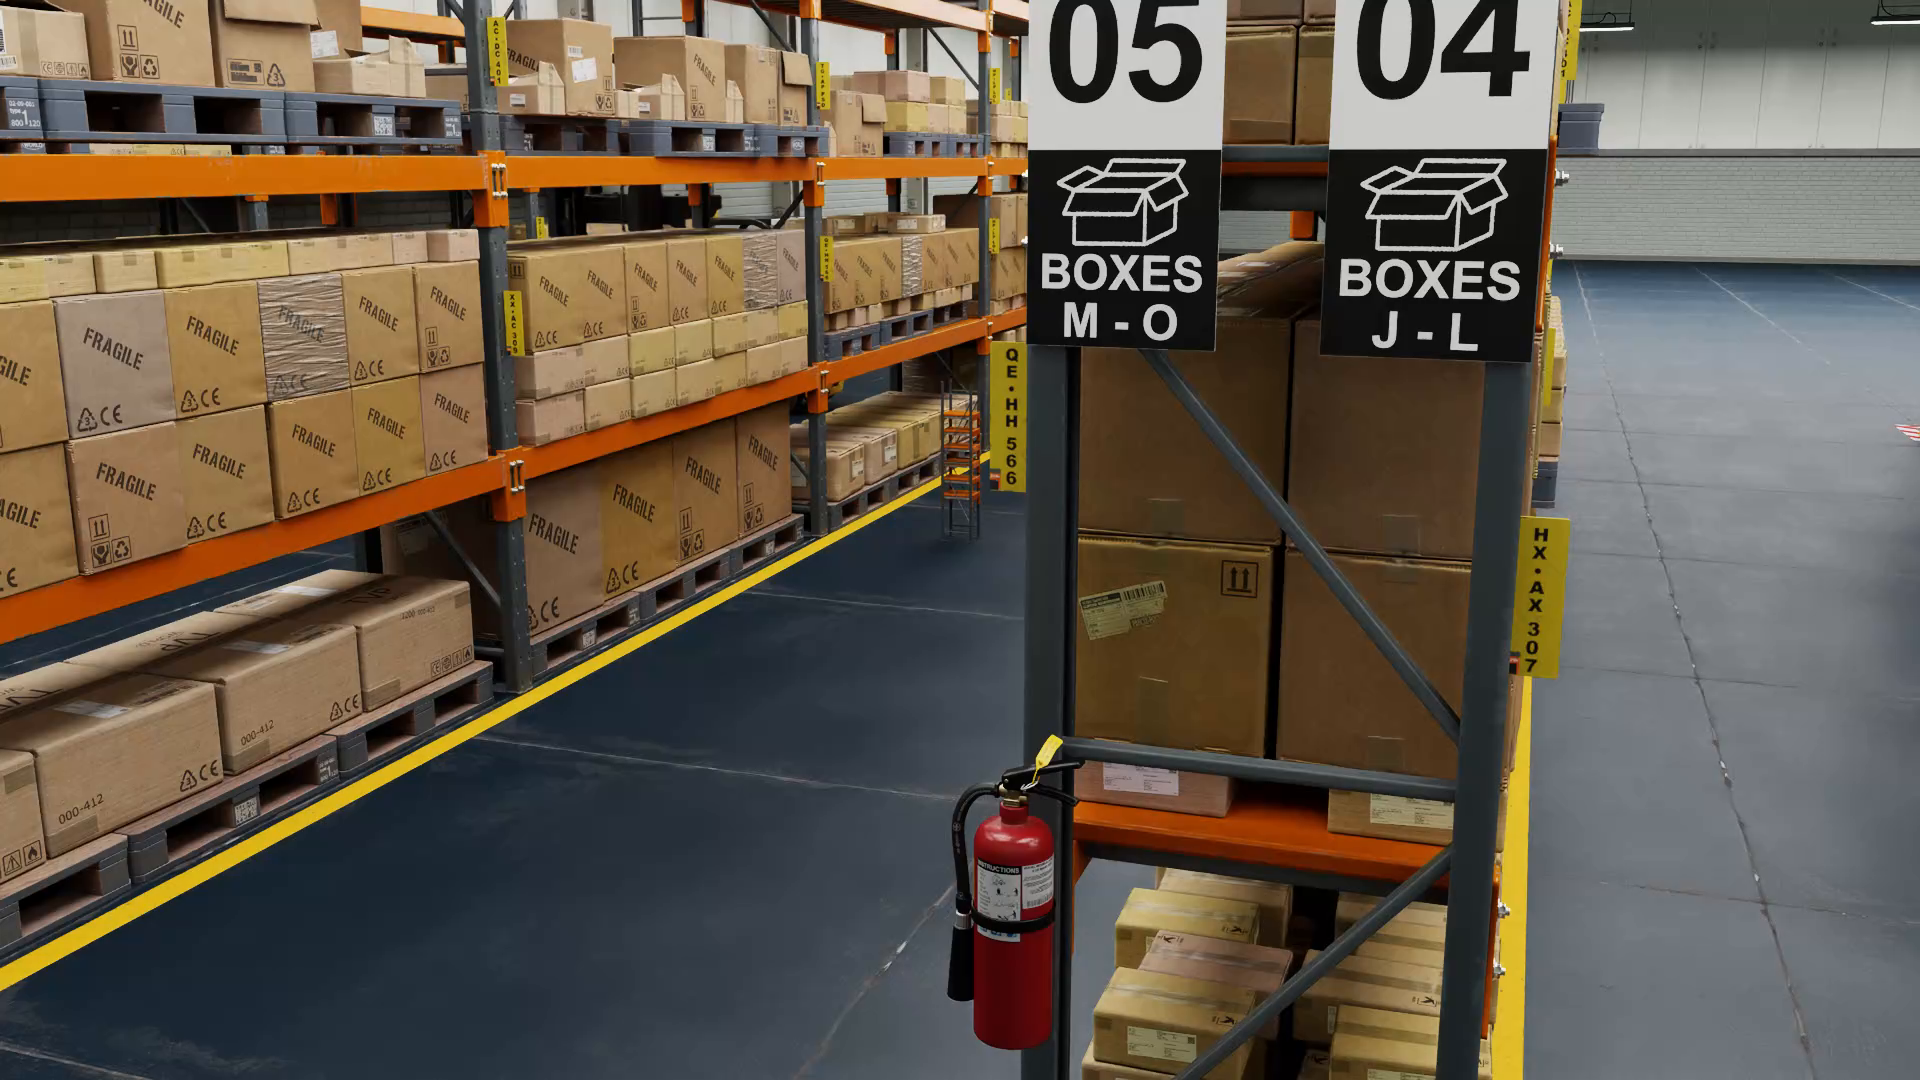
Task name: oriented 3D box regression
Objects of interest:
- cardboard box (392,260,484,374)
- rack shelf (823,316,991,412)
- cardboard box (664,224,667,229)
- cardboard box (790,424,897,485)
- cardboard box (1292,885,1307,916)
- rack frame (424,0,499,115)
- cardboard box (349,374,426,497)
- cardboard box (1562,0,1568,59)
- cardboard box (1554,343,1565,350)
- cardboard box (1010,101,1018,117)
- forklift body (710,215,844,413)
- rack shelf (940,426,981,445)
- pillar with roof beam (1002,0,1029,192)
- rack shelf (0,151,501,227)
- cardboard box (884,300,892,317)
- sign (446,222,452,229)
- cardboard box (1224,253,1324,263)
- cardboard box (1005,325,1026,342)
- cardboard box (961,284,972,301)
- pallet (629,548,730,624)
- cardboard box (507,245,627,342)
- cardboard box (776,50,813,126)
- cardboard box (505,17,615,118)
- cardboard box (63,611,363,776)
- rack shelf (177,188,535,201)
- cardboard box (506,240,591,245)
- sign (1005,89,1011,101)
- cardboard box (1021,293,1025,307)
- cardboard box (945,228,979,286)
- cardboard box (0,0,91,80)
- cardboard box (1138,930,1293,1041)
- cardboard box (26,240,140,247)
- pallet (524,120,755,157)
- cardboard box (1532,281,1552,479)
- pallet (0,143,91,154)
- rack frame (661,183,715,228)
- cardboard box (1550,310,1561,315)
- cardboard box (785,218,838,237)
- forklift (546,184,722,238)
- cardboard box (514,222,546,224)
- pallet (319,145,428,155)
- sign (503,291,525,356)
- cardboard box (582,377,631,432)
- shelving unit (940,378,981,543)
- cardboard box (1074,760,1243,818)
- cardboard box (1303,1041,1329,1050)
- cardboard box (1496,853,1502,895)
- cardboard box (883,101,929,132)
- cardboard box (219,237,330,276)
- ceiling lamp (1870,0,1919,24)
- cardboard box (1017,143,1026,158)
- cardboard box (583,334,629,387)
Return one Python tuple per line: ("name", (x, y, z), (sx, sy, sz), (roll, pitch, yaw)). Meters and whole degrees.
("cardboard box", (-2.682, -1.096, 8.079), (0.500, 0.500, 0.500), (4, 14, 18))
("rack shelf", (-0.849, -1.592, 14.339), (1.077, 0.370, 4.000), (4, 14, 18))
("cardboard box", (-3.783, -3.824, 20.149), (0.380, 0.149, 0.250), (4, 14, 19))
("cardboard box", (-1.073, -0.719, 13.861), (0.950, 0.372, 0.625), (4, 13, 17))
("cardboard box", (0.955, 1.134, 5.572), (0.380, 0.149, 0.250), (5, 14, 21))
("rack frame", (-2.791, -3.604, 8.056), (1.000, 3.000, 0.127), (4, 14, 18))
("cardboard box", (-2.860, -0.503, 7.728), (0.500, 0.500, 0.500), (4, 13, 17))
("cardboard box", (1.362, -1.424, 4.460), (0.500, 0.250, 0.500), (5, 14, 19))
("cardboard box", (2.573, -0.826, 7.648), (0.380, 0.149, 0.250), (5, 14, 20))
("cardboard box", (0.359, -4.247, 16.387), (0.380, 0.149, 0.250), (4, 13, 17))
("forklift body", (-2.493, -2.618, 19.126), (2.313, 2.155, 1.214), (4, 14, 18))
("rack shelf", (0.005, -0.779, 12.324), (0.258, 0.103, 0.180), (4, 14, 18))
("pillar with roof beam", (5.213, -9.886, 35.577), (9.100, 9.000, 0.548), (4, 14, 18))
("rack shelf", (-3.438, -1.370, 6.625), (1.077, 0.370, 4.000), (4, 14, 18))
("cardboard box", (-0.793, -1.945, 13.891), (0.380, 0.149, 0.250), (5, 14, 21))
("sign", (-5.426, -3.221, 17.735), (0.100, 0.325, 0.005), (4, 14, 18))
("cardboard box", (1.204, -0.734, 5.823), (0.500, 0.500, 0.500), (5, 14, 19))
("cardboard box", (0.506, -2.145, 17.238), (0.380, 0.149, 0.250), (5, 14, 21))
("cardboard box", (-0.108, -2.318, 15.523), (0.380, 0.149, 0.250), (5, 14, 19))
("pallet", (-2.219, 0.254, 10.899), (1.003, 0.211, 1.213), (4, 14, 18))
("cardboard box", (-2.238, -1.397, 9.395), (0.500, 0.500, 0.500), (4, 14, 18))
("cardboard box", (-1.476, -3.149, 11.626), (0.797, 0.503, 0.637), (3, 13, 15))
("cardboard box", (-2.231, -2.560, 9.054), (0.500, 0.500, 0.500), (4, 13, 17))
("cardboard box", (-3.384, 0.678, 7.591), (0.875, 0.438, 0.875), (4, 13, 17))
("rack shelf", (-5.547, -3.411, 15.567), (1.077, 0.370, 4.000), (4, 14, 18))
("cardboard box", (-2.541, -1.543, 10.034), (0.500, 0.500, 0.500), (5, 14, 20))
("sign", (0.579, -5.134, 19.534), (0.100, 0.325, 0.005), (4, 14, 18))
("cardboard box", (0.463, -2.508, 17.298), (0.380, 0.149, 0.250), (4, 14, 18))
("cardboard box", (-0.135, -2.649, 15.514), (0.500, 0.500, 0.500), (4, 13, 17))
("cardboard box", (-3.553, -1.821, 6.017), (0.500, 0.311, 0.500), (5, 14, 19))
("cardboard box", (0.699, 1.214, 4.552), (0.380, 0.149, 0.250), (5, 14, 19))
("cardboard box", (-3.649, -1.165, 6.921), (0.380, 0.149, 0.250), (4, 14, 19))
("pallet", (-2.014, -2.517, 10.458), (1.003, 0.211, 1.213), (5, 14, 21))
("cardboard box", (1.375, -0.473, 4.681), (0.500, 0.500, 0.500), (4, 13, 17))
("pallet", (-6.878, -2.758, 11.511), (1.213, 0.211, 1.003), (4, 14, 18))
("rack frame", (-3.606, -3.563, 21.356), (1.000, 3.000, 0.127), (4, 14, 18))
("cardboard box", (3.161, -1.208, 9.323), (0.380, 0.149, 0.250), (4, 14, 18))
("cardboard box", (-1.234, -2.601, 13.849), (0.380, 0.149, 0.250), (4, 13, 16))
("forklift", (-2.647, -1.827, 13.904), (1.130, 2.935, 3.031), (5, 14, 19))
("cardboard box", (-4.868, -3.483, 18.657), (0.380, 0.149, 0.250), (4, 13, 17))
("pallet", (-5.700, -3.634, 15.350), (1.003, 0.211, 1.213), (5, 14, 21))
("sign", (-2.265, -1.100, 8.445), (0.100, 0.325, 0.005), (4, 14, 18))
("cardboard box", (-2.232, -0.789, 9.541), (0.500, 0.250, 0.500), (4, 13, 17))
("shelving unit", (0.005, -0.588, 12.368), (0.258, 1.200, 0.189), (4, 14, 18))
("cardboard box", (0.470, 0.531, 3.984), (0.380, 0.149, 0.250), (4, 14, 18))
("cardboard box", (1.182, 1.335, 4.694), (0.380, 0.149, 0.250), (5, 14, 19))
("cardboard box", (1.787, 1.166, 6.102), (0.380, 0.149, 0.250), (4, 14, 18))
("cardboard box", (-0.589, -3.611, 14.220), (0.500, 0.250, 0.500), (5, 14, 19))
("cardboard box", (-2.979, -1.235, 7.227), (0.380, 0.149, 0.250), (4, 14, 18))
("ceiling lamp", (21.939, -13.372, 37.735), (2.000, 3.185, 0.800), (4, 14, 18))
("cardboard box", (0.460, -3.968, 16.957), (0.380, 0.149, 0.250), (4, 13, 17))
("cardboard box", (-2.239, -1.034, 9.492), (0.500, 0.250, 0.500), (5, 14, 19))
